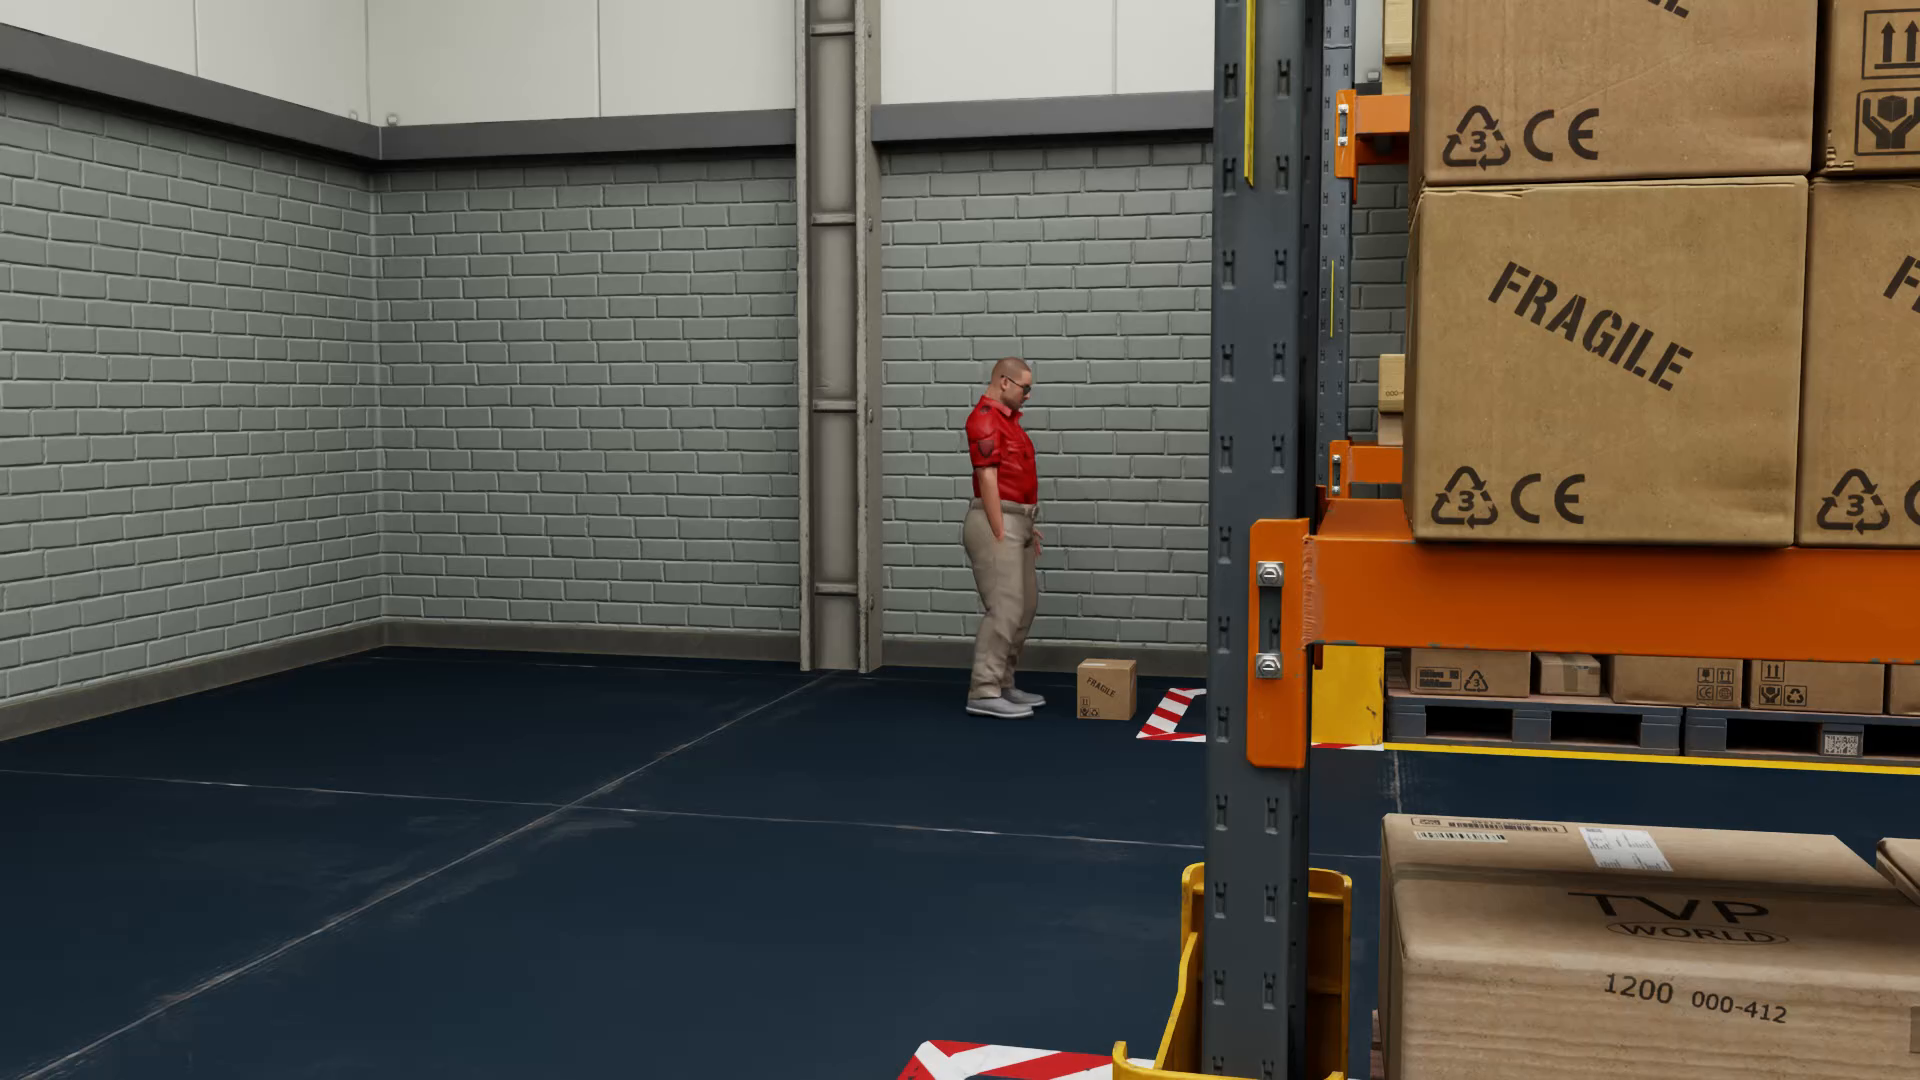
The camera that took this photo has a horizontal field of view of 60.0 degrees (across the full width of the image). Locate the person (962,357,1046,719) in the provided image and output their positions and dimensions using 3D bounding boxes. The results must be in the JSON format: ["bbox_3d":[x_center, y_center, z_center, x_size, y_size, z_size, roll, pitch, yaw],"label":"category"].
[{"bbox_3d":[0.217,-0.023,8.032,0.363,1.715,0.536,1,5,15],"label":"person"}]
